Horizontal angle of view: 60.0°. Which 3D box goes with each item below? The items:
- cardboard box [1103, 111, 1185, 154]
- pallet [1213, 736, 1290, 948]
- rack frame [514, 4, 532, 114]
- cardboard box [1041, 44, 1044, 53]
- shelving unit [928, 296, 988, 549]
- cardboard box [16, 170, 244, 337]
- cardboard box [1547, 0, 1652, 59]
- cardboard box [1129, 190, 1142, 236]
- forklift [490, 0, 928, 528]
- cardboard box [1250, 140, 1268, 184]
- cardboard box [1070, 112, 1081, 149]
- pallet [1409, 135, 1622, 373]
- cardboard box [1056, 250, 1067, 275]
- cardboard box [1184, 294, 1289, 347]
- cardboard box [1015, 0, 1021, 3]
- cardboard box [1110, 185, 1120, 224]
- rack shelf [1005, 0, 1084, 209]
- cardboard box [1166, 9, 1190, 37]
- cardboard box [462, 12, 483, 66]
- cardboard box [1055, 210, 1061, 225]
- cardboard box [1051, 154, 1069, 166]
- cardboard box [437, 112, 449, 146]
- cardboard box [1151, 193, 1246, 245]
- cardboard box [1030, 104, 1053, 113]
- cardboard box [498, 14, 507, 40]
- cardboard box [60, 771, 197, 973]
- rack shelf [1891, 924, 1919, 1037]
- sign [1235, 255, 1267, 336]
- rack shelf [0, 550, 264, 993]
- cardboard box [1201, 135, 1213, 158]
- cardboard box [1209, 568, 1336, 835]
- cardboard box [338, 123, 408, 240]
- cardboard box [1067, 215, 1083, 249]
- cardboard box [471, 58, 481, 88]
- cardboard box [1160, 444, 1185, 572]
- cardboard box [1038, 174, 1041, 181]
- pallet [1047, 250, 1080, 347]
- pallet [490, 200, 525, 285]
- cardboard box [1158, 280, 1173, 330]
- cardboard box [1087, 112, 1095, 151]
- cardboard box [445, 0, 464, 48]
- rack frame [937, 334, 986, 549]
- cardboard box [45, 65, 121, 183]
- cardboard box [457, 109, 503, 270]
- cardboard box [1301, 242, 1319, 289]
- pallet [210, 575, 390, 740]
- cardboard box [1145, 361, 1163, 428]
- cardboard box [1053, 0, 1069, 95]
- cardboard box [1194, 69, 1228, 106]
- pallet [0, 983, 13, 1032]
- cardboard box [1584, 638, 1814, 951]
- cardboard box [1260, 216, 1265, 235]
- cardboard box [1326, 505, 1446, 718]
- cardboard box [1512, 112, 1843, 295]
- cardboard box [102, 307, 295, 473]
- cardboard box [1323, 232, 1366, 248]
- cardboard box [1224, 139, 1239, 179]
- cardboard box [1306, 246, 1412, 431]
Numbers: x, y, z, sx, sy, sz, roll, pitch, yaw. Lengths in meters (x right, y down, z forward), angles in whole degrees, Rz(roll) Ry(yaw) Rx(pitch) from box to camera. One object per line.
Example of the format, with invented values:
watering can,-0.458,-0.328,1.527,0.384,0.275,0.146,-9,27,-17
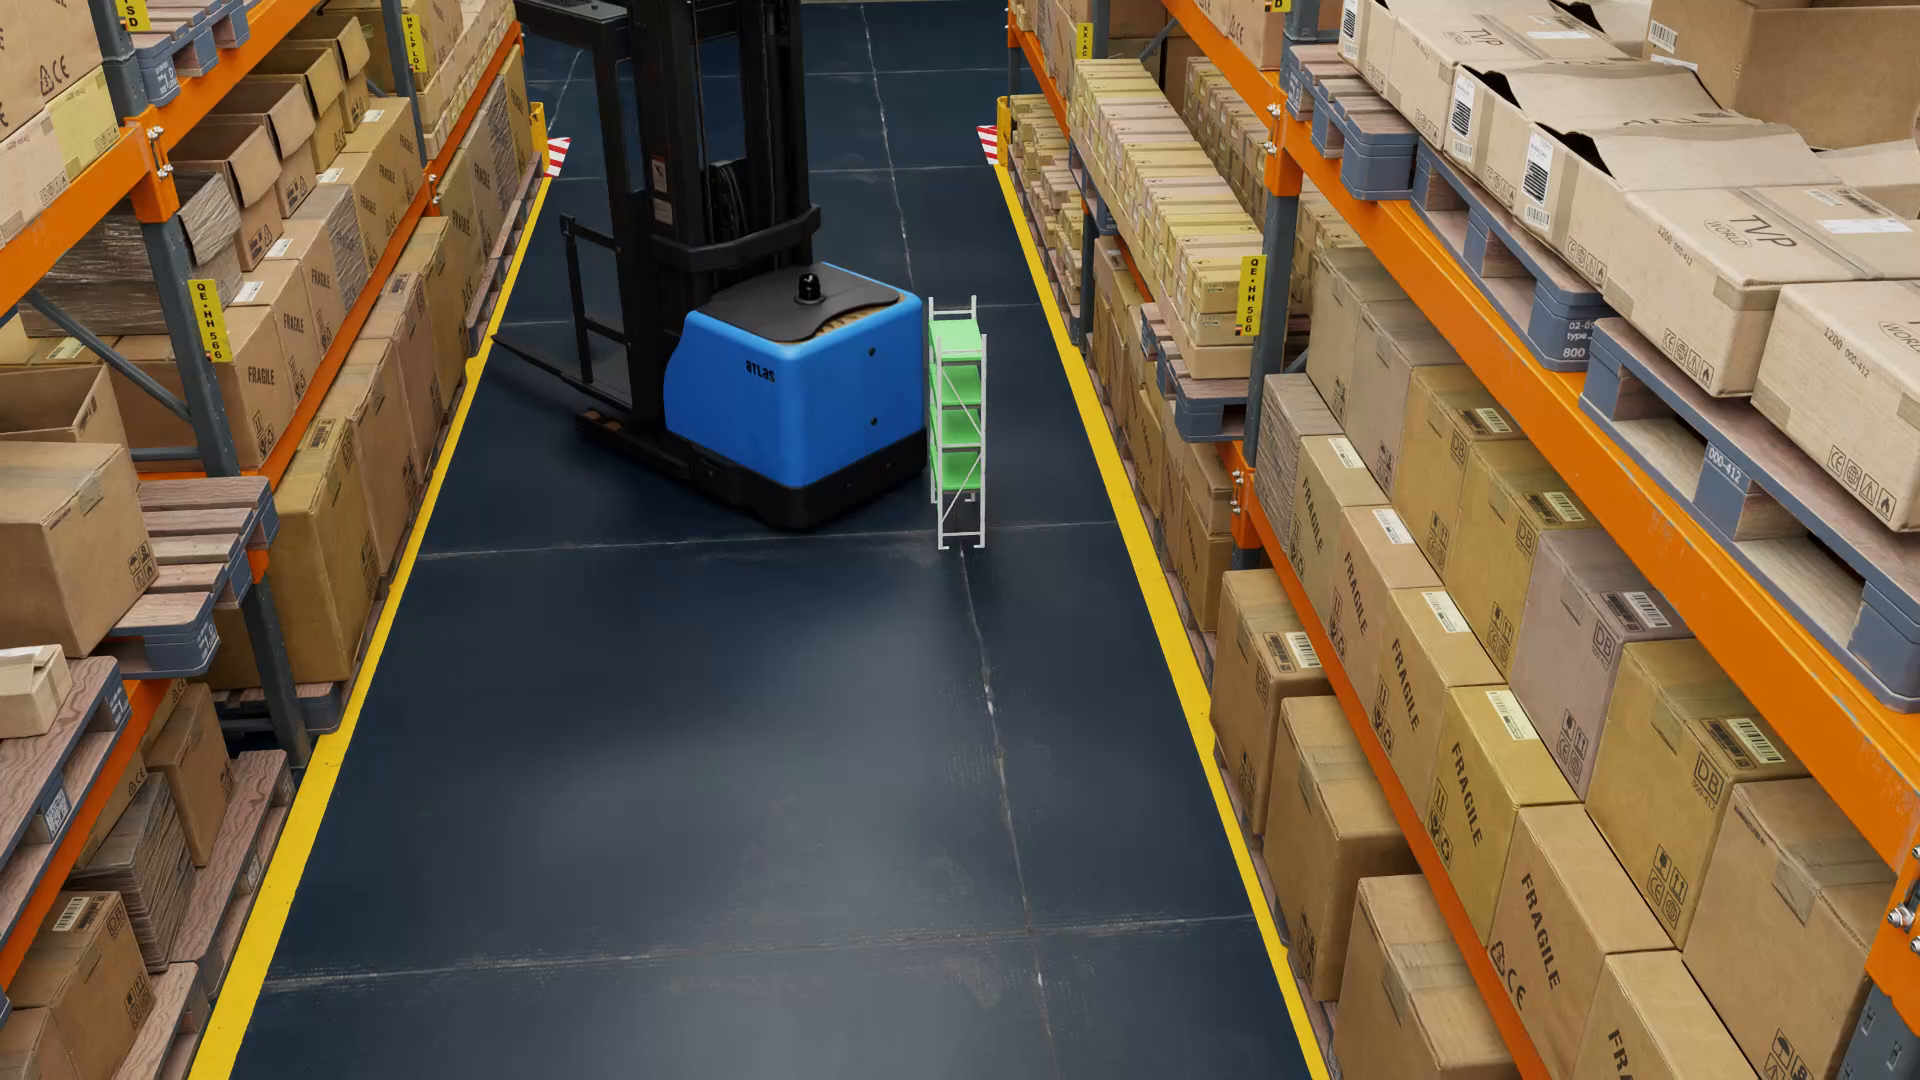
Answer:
cardboard box,0.952,-2.112,8.616,0.380,0.149,0.250,-3,31,-5
pallet,1.647,1.107,6.691,1.003,0.211,1.213,-3,31,-5
rack frame,-4.047,-4.395,13.183,1.000,3.000,0.127,-3,31,-5
cardboard box,0.798,-3.631,12.149,0.380,0.149,0.250,-3,31,-6
shelving unit,-0.015,-0.600,8.584,0.258,1.200,0.503,-3,31,-5
cardboard box,-3.351,-1.158,6.688,0.797,0.503,0.637,-2,31,-3
cardboard box,2.045,-1.450,4.907,0.500,0.311,0.500,-3,31,-5
cardboard box,1.026,-1.586,8.025,0.380,0.149,0.250,-2,31,-3
forklift,-1.612,-1.955,9.165,3.031,2.935,1.130,25,39,35
cardboard box,1.654,-1.868,8.208,0.380,0.149,0.250,-3,31,-5
cardboard box,0.854,-2.388,9.658,0.380,0.149,0.250,-4,31,-7
pallet,1.869,-0.806,4.434,1.003,0.211,1.213,-1,31,-2
cardboard box,0.869,-1.947,11.456,0.380,0.149,0.250,-4,31,-6
cardboard box,1.149,-0.927,6.922,0.380,0.149,0.250,-2,31,-4
cardboard box,0.668,-4.509,12.986,0.500,0.500,0.500,-1,31,-2
cardboard box,0.981,-1.722,8.543,0.380,0.149,0.250,-3,31,-5
rack shelf,1.088,-3.251,11.969,1.077,0.370,4.000,-3,31,-5
cardboard box,1.475,-3.381,10.122,0.500,0.500,0.500,-2,31,-3
cardboard box,-3.590,-3.439,11.438,0.500,0.250,0.500,-3,31,-4
cardboard box,0.880,-2.304,11.762,0.380,0.149,0.250,-2,31,-3
cardboard box,0.873,-2.714,12.159,0.380,0.149,0.250,-3,31,-4
cardboard box,-3.394,-2.546,10.332,0.380,0.149,0.250,-4,31,-6
cardboard box,1.072,-1.451,7.509,0.380,0.149,0.250,-2,31,-3
cardboard box,0.757,-3.374,13.264,0.380,0.149,0.250,-2,31,-4
cardboard box,-3.637,-3.859,12.531,0.380,0.149,0.250,-3,31,-4
cardboard box,-3.152,1.198,5.829,0.700,0.500,0.500,-5,31,-9
rack shelf,2.209,1.588,0.943,1.077,0.370,4.000,-3,31,-5
sign,1.109,-0.929,6.328,0.100,0.325,0.005,-3,31,-5
rack shelf,-3.112,1.019,4.820,1.077,0.370,4.000,-3,31,-5
cardboard box,1.555,-2.158,9.273,0.380,0.149,0.250,-3,31,-5
cardboard box,1.616,0.604,6.598,1.050,0.750,0.750,-3,31,-5
cardboard box,-3.318,-1.917,8.937,0.500,0.500,0.500,-2,31,-3
cardboard box,0.919,-2.048,11.044,0.380,0.149,0.250,-2,31,-4
cardboard box,-3.517,-3.208,11.440,0.380,0.149,0.250,-4,31,-6
cardboard box,1.282,-0.192,8.175,0.500,0.500,0.500,-2,31,-3
cardboard box,0.801,-2.737,12.777,0.380,0.149,0.250,-3,31,-4
pallet,1.177,-1.683,11.361,1.003,0.211,1.213,-3,31,-5
pallet,-3.783,-2.172,12.180,1.003,0.211,1.213,-3,31,-5
cardboard box,1.099,-1.057,7.430,0.380,0.149,0.250,-2,31,-4
cardboard box,0.904,-2.252,9.140,0.380,0.149,0.250,-2,31,-3
cardboard box,-3.555,-3.512,10.829,0.500,0.500,0.500,-4,31,-6
rack frame,0.007,-0.475,8.375,0.240,1.200,0.015,-3,31,-5
cardboard box,-3.011,-1.303,5.227,0.500,0.250,0.500,-3,31,-4
cardboard box,-3.739,-2.421,11.541,0.875,0.875,0.875,-3,31,-5
cardboard box,1.748,-1.228,7.425,0.380,0.149,0.250,-4,31,-6
pallet,-3.298,0.481,7.740,1.003,0.211,1.213,-3,31,-5
cardboard box,1.234,-0.780,8.427,0.500,0.250,0.500,-2,31,-3
cardboard box,0.901,-3.208,10.808,0.500,0.500,0.500,-4,31,-6
cardboard box,1.533,-2.534,9.322,0.380,0.149,0.250,-4,31,-6
pallet,-2.852,1.417,3.640,1.003,0.211,1.213,-3,31,-5
cardboard box,1.920,0.558,3.818,0.700,0.500,0.500,-3,31,-5
cardboard box,1.682,-1.484,8.145,0.380,0.149,0.250,-2,31,-4
cardboard box,1.519,0.220,5.360,0.500,0.500,0.500,-3,31,-5
cardboard box,1.639,-0.811,3.838,0.500,0.311,0.500,-4,31,-6
cardboard box,-3.074,-0.615,6.756,0.500,0.500,0.500,-2,31,-3
cardboard box,1.770,-1.207,7.100,0.380,0.149,0.250,-4,31,-6
cardboard box,1.608,-2.012,8.738,0.380,0.149,0.250,-4,31,-7
cardboard box,1.680,-0.739,5.990,0.700,0.500,0.500,-3,31,-5
